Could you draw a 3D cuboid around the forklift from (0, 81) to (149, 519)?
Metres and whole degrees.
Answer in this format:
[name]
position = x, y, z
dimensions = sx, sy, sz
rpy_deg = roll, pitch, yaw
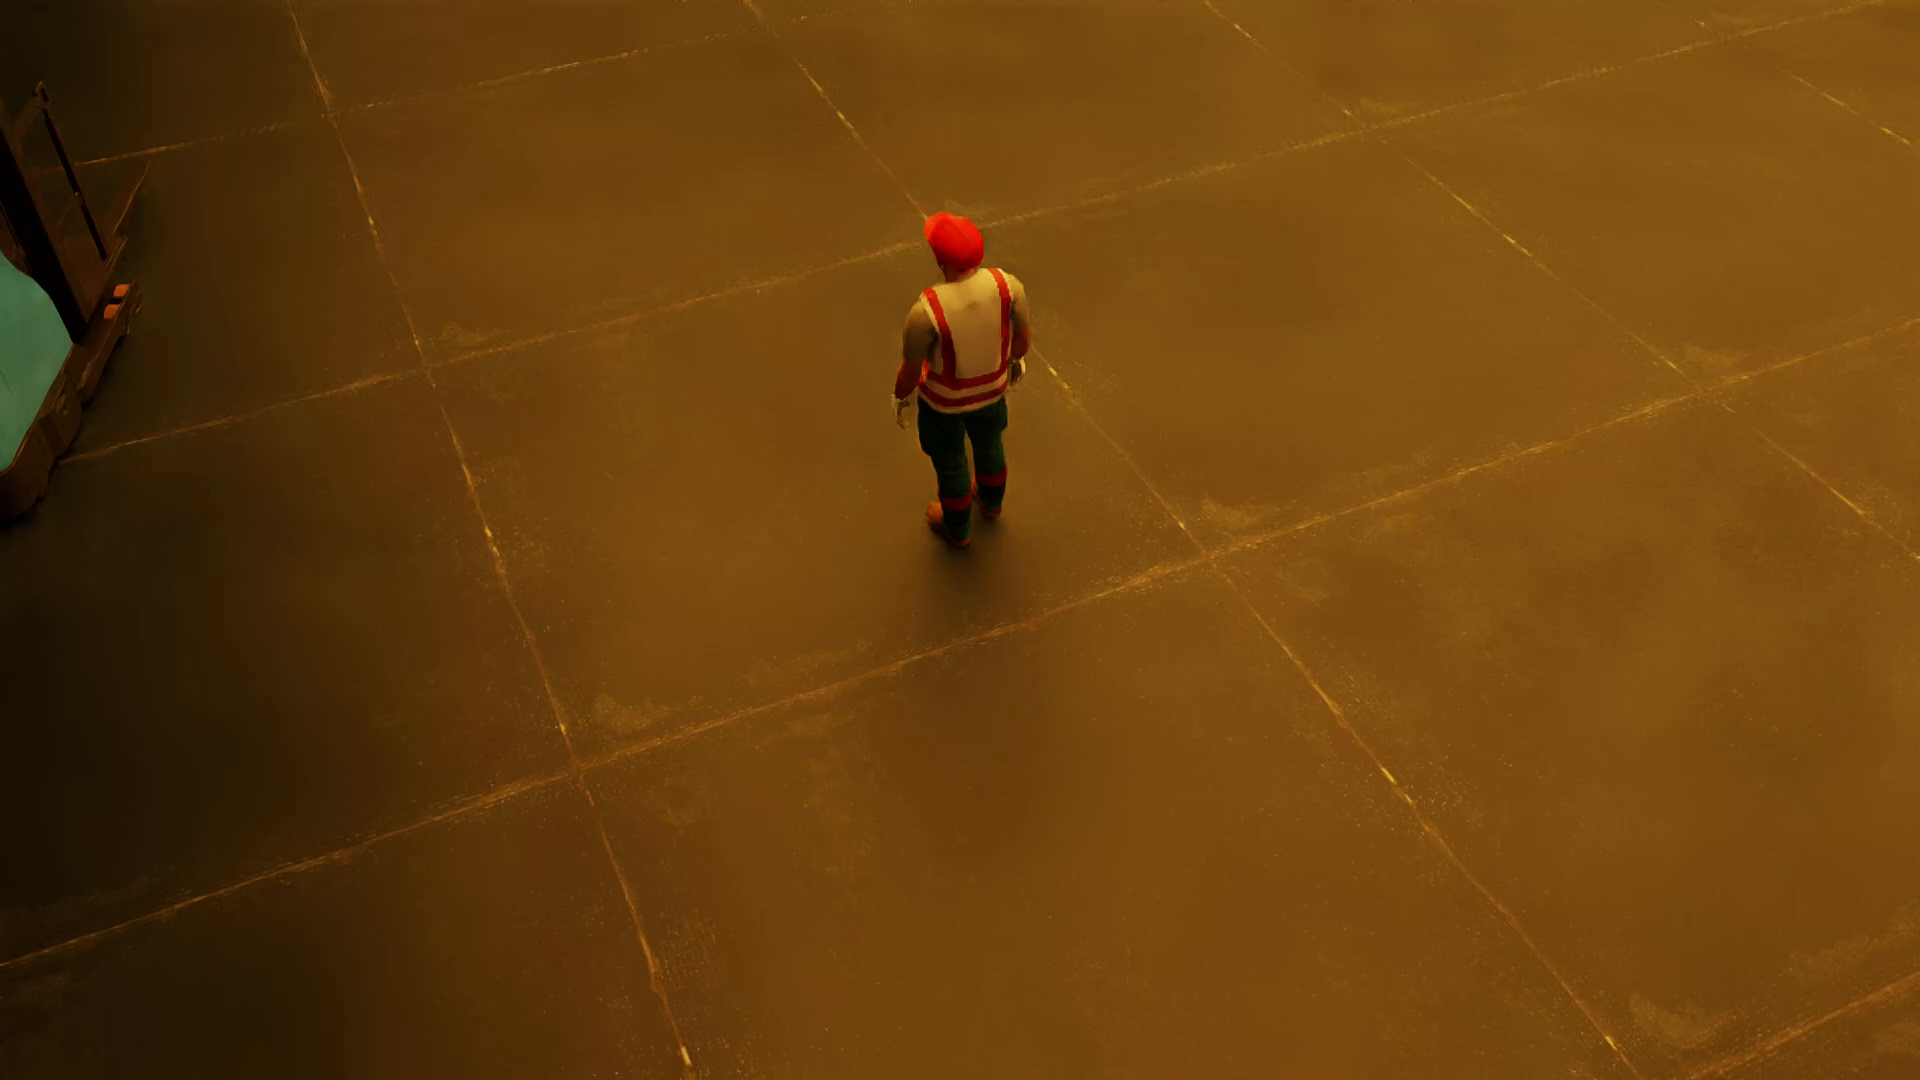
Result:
[forklift]
position = -5.050, -2.121, 7.953
dimensions = 1.130, 2.935, 3.031
rpy_deg = -3, 43, -4

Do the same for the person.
[person]
position = -0.024, -0.712, 7.270
dimensions = 0.637, 1.787, 0.563
rpy_deg = -18, 46, -18
